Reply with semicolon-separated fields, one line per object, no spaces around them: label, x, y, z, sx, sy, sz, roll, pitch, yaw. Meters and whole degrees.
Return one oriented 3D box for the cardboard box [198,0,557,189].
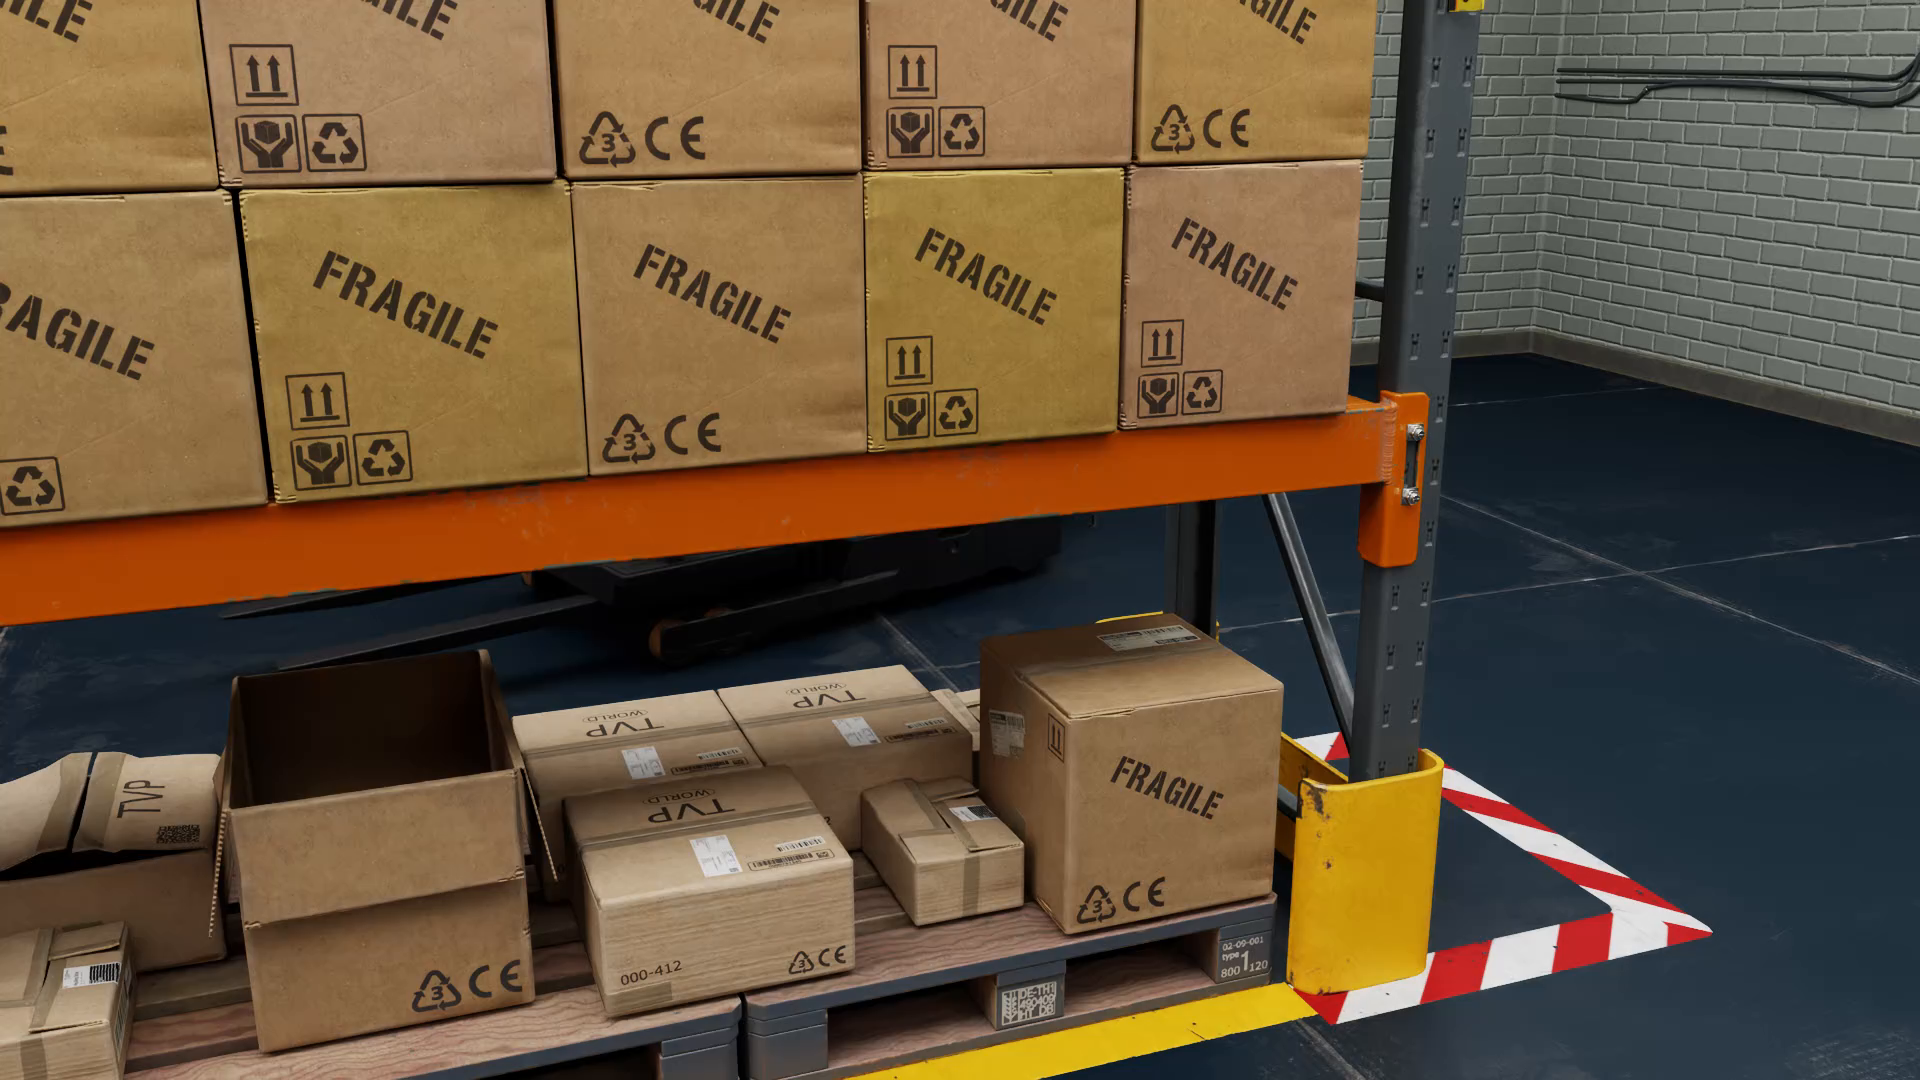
cardboard box;-0.965;-0.860;2.752;0.500;0.500;0.500;-6;17;-18

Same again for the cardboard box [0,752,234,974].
cardboard box;-1.819;0.668;3.490;0.500;0.311;0.500;-6;17;-20

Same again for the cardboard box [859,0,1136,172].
cardboard box;-0.003;-0.966;3.111;0.500;0.500;0.500;-6;17;-19

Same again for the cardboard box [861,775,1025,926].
cardboard box;-0.044;0.679;3.711;0.250;0.166;0.380;-6;17;-20

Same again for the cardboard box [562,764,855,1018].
cardboard box;-0.532;0.709;3.458;0.500;0.250;0.500;-6;17;-20

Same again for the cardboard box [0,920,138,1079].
cardboard box;-1.676;0.870;3.059;0.250;0.166;0.380;-6;17;-20

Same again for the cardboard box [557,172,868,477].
cardboard box;-0.486;-0.435;3.080;0.500;0.500;0.500;-6;17;-20

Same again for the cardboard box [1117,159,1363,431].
cardboard box;0.465;-0.538;3.428;0.500;0.500;0.500;-6;17;-18

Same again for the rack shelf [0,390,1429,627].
rack shelf;-1.082;-0.060;3.254;4.000;0.370;1.077;-6;17;-20

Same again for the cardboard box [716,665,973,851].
cardboard box;-0.291;0.532;4.061;0.500;0.250;0.500;-6;17;-20

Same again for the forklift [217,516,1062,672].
forklift;-1.060;-1.142;5.786;3.031;2.935;1.130;-13;21;-37

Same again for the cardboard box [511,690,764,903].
cardboard box;-0.758;0.583;3.889;0.500;0.250;0.500;-6;17;-20

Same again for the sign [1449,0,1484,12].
sign;0.965;-1.165;3.128;0.005;0.325;0.100;-6;17;-20

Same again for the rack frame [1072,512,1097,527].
rack frame;0.545;-0.664;7.230;0.015;1.200;0.240;-7;18;-23

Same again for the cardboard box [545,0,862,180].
cardboard box;-0.486;-0.912;2.929;0.500;0.500;0.500;-6;17;-19

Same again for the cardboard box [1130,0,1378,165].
cardboard box;0.468;-1.017;3.285;0.500;0.500;0.500;-6;18;-21

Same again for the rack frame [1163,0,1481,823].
rack frame;0.786;-0.606;3.839;0.127;3.000;1.000;-6;17;-20

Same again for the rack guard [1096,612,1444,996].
rack guard;0.715;0.601;4.165;0.348;0.500;1.175;-6;17;-20

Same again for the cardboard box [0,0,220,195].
cardboard box;-1.447;-0.808;2.574;0.500;0.500;0.500;-7;18;-22

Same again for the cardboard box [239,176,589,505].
cardboard box;-0.957;-0.385;2.907;0.500;0.500;0.500;-6;18;-21

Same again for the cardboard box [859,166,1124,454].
cardboard box;-0.018;-0.484;3.246;0.500;0.500;0.500;-6;17;-20

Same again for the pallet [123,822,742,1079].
pallet;-1.167;0.942;3.516;1.213;0.211;1.003;-6;17;-20

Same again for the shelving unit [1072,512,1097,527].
shelving unit;0.323;-0.636;7.134;0.503;1.200;0.258;-7;18;-23

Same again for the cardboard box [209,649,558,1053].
cardboard box;-1.197;0.593;3.405;0.637;0.503;0.797;-6;17;-20

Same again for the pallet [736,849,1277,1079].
pallet;-0.030;0.820;3.932;1.213;0.211;1.003;-6;17;-20

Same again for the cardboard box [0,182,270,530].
cardboard box;-1.431;-0.333;2.731;0.500;0.500;0.500;-6;17;-20

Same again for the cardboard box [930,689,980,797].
cardboard box;0.038;0.519;4.255;0.250;0.166;0.380;-6;17;-20

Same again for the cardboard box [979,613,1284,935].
cardboard box;0.366;0.502;3.722;0.500;0.500;0.500;-6;17;-20

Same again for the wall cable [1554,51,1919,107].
wall cable;4.419;-3.774;9.490;0.112;2.526;3.097;-6;17;-20
